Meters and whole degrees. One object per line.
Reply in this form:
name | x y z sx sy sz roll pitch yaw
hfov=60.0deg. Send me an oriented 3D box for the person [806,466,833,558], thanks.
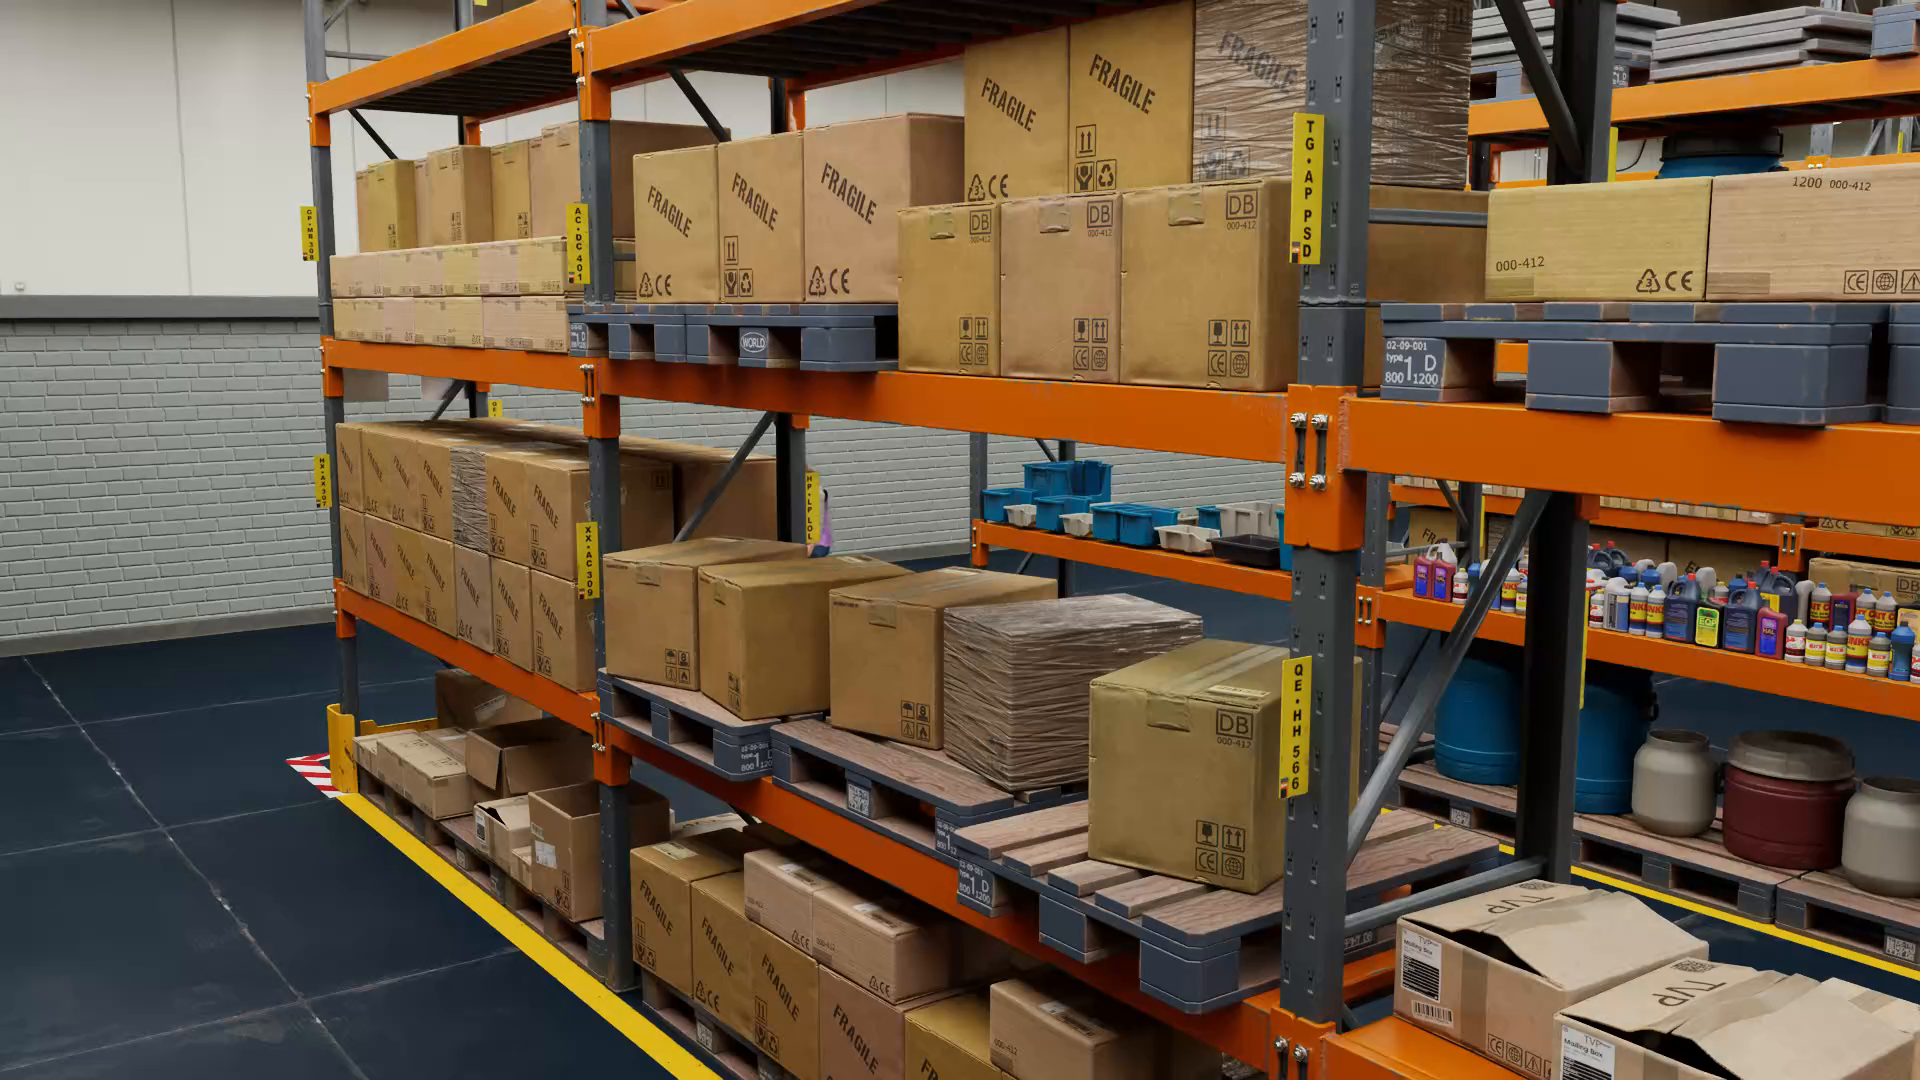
person | -1.393 0.059 15.641 0.399 1.549 0.430 -6 10 -34
